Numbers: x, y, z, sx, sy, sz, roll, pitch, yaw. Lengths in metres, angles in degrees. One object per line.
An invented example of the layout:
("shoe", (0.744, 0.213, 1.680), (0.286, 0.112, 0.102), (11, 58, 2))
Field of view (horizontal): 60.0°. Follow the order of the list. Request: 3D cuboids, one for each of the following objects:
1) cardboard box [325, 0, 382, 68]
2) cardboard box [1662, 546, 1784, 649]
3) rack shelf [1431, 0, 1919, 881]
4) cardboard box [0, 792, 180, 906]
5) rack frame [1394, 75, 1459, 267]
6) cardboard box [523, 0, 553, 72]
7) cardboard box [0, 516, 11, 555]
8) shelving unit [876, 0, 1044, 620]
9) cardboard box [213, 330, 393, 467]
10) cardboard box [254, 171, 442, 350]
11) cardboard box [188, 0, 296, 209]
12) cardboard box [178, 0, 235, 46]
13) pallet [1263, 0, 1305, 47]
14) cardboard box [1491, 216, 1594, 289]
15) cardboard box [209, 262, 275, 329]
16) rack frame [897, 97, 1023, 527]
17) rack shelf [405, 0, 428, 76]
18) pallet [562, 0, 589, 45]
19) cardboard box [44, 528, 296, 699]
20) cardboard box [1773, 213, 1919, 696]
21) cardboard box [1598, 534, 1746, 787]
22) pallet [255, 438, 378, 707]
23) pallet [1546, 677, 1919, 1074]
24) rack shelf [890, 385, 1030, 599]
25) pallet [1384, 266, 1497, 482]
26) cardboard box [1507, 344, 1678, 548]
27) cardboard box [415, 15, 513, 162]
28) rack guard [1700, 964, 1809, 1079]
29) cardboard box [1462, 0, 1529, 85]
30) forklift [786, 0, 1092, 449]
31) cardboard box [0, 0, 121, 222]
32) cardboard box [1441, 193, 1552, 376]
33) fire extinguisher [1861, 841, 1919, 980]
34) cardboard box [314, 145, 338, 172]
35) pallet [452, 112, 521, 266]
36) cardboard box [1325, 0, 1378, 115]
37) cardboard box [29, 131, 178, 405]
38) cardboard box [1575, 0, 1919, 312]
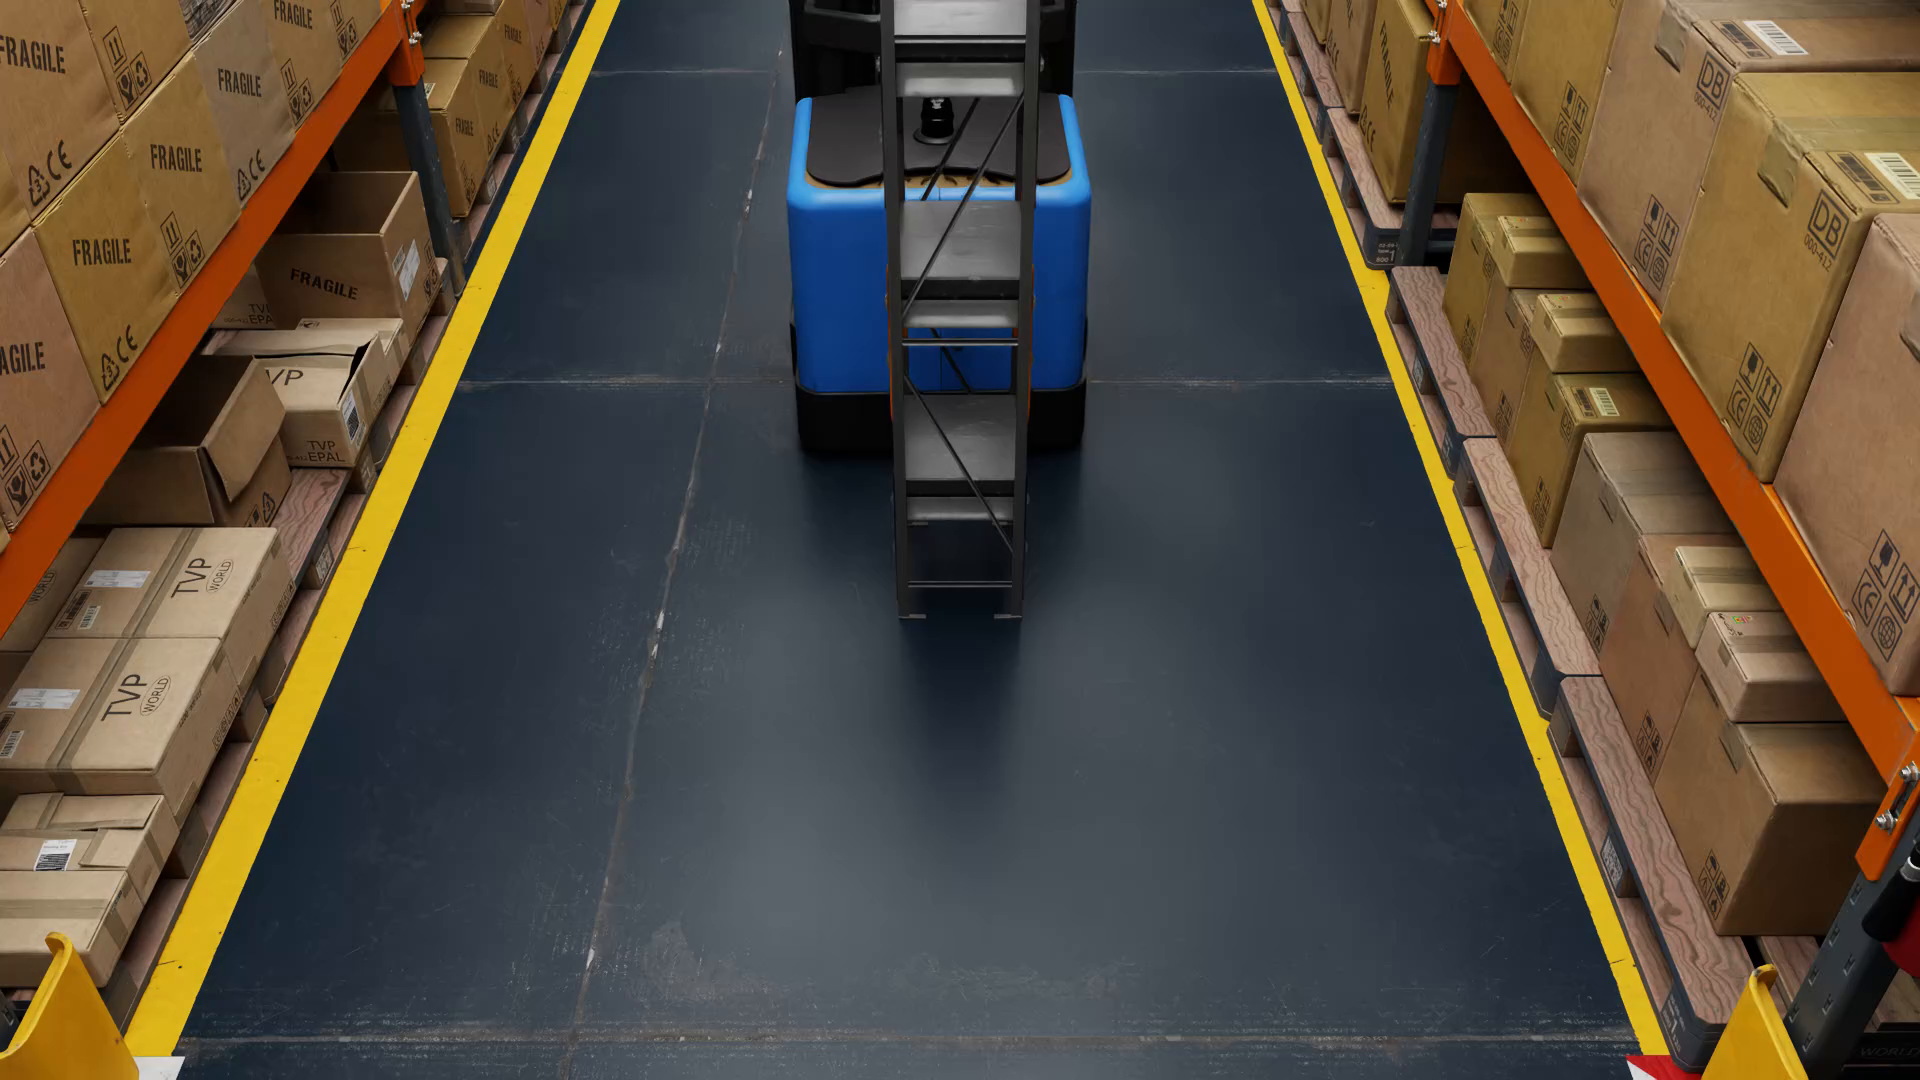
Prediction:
("cardboard box", (-2.353, -1.952, 5.707), (0.500, 0.500, 0.500), (1, 39, 1))
("cardboard box", (2.064, 0.151, 4.307), (0.380, 0.149, 0.250), (1, 39, 1))
("rack shelf", (2.346, -0.700, 4.800), (1.077, 0.370, 4.000), (0, 39, 0))
("cardboard box", (-2.263, 0.792, 4.277), (0.380, 0.166, 0.250), (0, 39, 0))
("rack frame", (2.343, -2.231, 6.135), (1.000, 3.000, 0.127), (0, 39, 0))
("cardboard box", (-2.372, -2.686, 8.350), (0.500, 0.500, 0.500), (-1, 39, -2))
("cardboard box", (-2.343, -0.040, 3.322), (0.500, 0.500, 0.500), (1, 39, 1))
("shelving unit", (0.000, -0.716, 4.964), (0.431, 2.100, 0.503), (0, 39, 0))
("cardboard box", (-2.325, -0.522, 5.802), (0.500, 0.311, 0.500), (0, 39, 0))
("cardboard box", (-2.326, -1.065, 6.328), (0.500, 0.500, 0.500), (0, 39, 0))
("cardboard box", (-2.348, -1.308, 4.904), (0.500, 0.500, 0.500), (1, 39, 1))
("cardboard box", (-2.347, -1.703, 4.597), (0.500, 0.500, 0.500), (0, 39, 0))
("pallet", (2.264, -3.151, 9.513), (1.003, 0.211, 1.213), (0, 39, 0))
("cardboard box", (2.060, -0.990, 5.732), (0.380, 0.149, 0.250), (1, 39, 1))
("cardboard box", (-2.826, -1.085, 6.503), (0.500, 0.311, 0.500), (0, 39, 0))
("rack frame", (0.000, -0.868, 5.155), (0.400, 2.100, 0.015), (0, 39, 0))
("rack shelf", (-2.613, -3.195, 7.914), (1.077, 0.370, 4.000), (0, 39, 0))
("pallet", (-2.652, -3.171, 9.539), (1.003, 0.211, 1.213), (0, 39, 0))
("cardboard box", (-2.324, 0.212, 4.934), (0.500, 0.250, 0.500), (0, 39, 0))
("cardboard box", (2.337, -0.166, 3.318), (0.980, 0.700, 0.700), (2, 39, 2))
("cardboard box", (2.246, 0.331, 4.601), (0.700, 0.500, 0.500), (0, 39, 0))
("pallet", (-2.606, 0.058, 5.510), (1.003, 0.211, 1.213), (0, 39, 0))
("pallet", (2.269, 0.859, 4.510), (1.003, 0.211, 1.213), (0, 39, 0))
("rack shelf", (0.000, -0.159, 5.410), (0.431, 0.518, 0.480), (0, 39, 0))
("pallet", (2.266, -0.667, 6.414), (1.003, 0.211, 1.213), (0, 39, 0))
("cardboard box", (2.237, -0.317, 5.409), (0.700, 0.500, 0.500), (1, 39, 1))
("cardboard box", (-2.379, -2.058, 7.566), (0.500, 0.500, 0.500), (0, 39, 1))
("rack guard", (2.348, 1.261, 3.777), (1.175, 0.500, 0.348), (0, 39, 0))
("cardboard box", (2.328, -2.009, 5.618), (0.980, 0.700, 0.700), (1, 39, 1))
("forklift", (-0.110, -2.371, 6.364), (1.130, 2.935, 3.031), (-1, 39, -1))
("cardboard box", (-2.346, -1.070, 3.807), (0.500, 0.500, 0.500), (0, 39, 1))
("cardboard box", (2.242, -0.952, 6.202), (0.700, 0.500, 0.500), (0, 39, 1))
("fire extinguisher", (1.887, 0.541, 3.037), (0.296, 0.674, 0.183), (0, 39, 0))
("cardboard box", (-2.898, -1.730, 7.157), (0.500, 0.500, 0.500), (0, 39, 0))
("pallet", (-2.649, -1.645, 7.635), (1.003, 0.211, 1.213), (0, 39, 0))
("cardboard box", (2.209, -2.518, 7.877), (0.750, 0.750, 0.750), (1, 39, 1))
("cardboard box", (-2.346, -0.677, 4.116), (0.500, 0.500, 0.500), (0, 39, 0))
("cardboard box", (2.334, -1.097, 4.481), (0.980, 0.700, 0.700), (-2, 39, -2))
